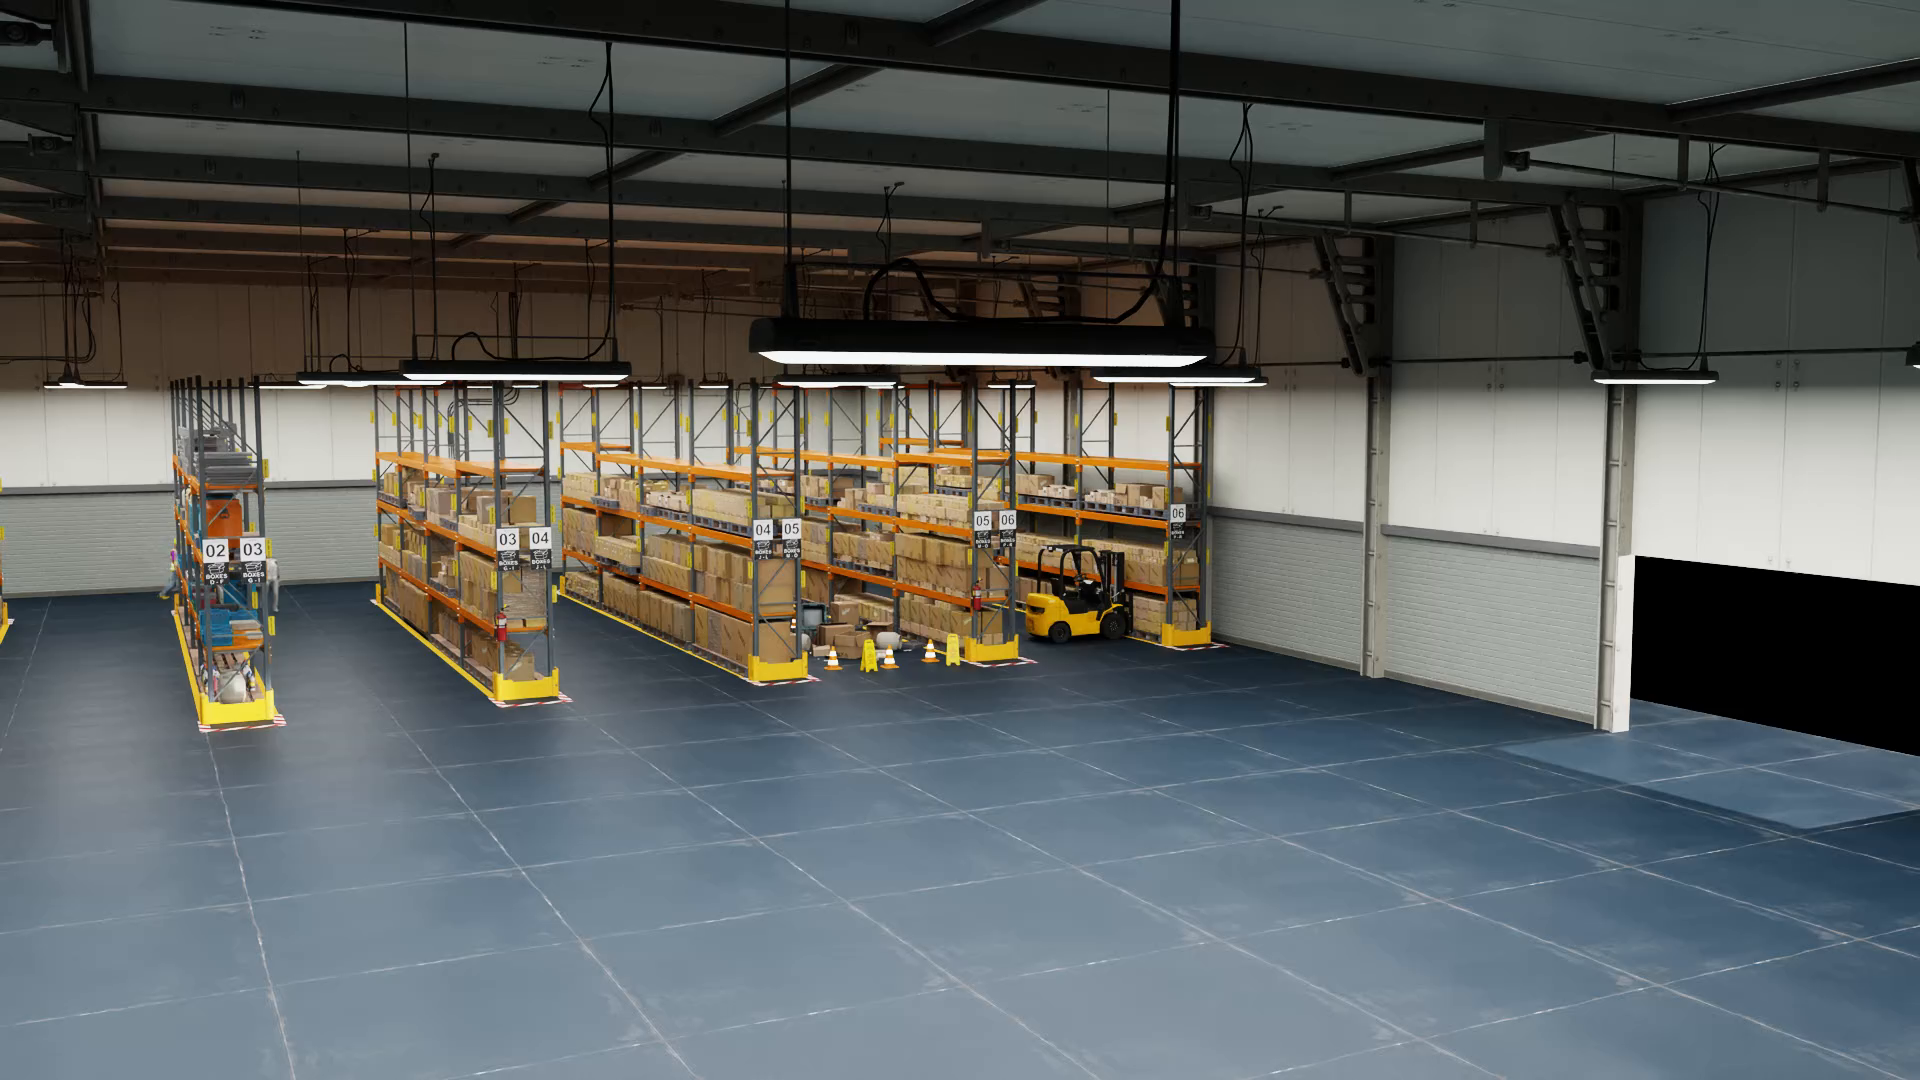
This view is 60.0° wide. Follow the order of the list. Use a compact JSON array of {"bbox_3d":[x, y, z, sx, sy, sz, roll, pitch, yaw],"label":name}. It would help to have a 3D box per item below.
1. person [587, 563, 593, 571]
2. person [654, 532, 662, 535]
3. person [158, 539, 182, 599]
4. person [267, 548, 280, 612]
[{"bbox_3d":[-11.002,0.389,50.136,0.607,1.767,0.459,-3,6,-33],"label":"person"},{"bbox_3d":[-8.498,0.662,46.945,0.590,1.759,0.437,4,7,39],"label":"person"},{"bbox_3d":[-21.407,0.825,45.508,1.000,1.726,0.592,0,5,-4],"label":"person"},{"bbox_3d":[-17.998,1.034,43.393,0.441,1.642,0.707,-3,6,-30],"label":"person"}]
